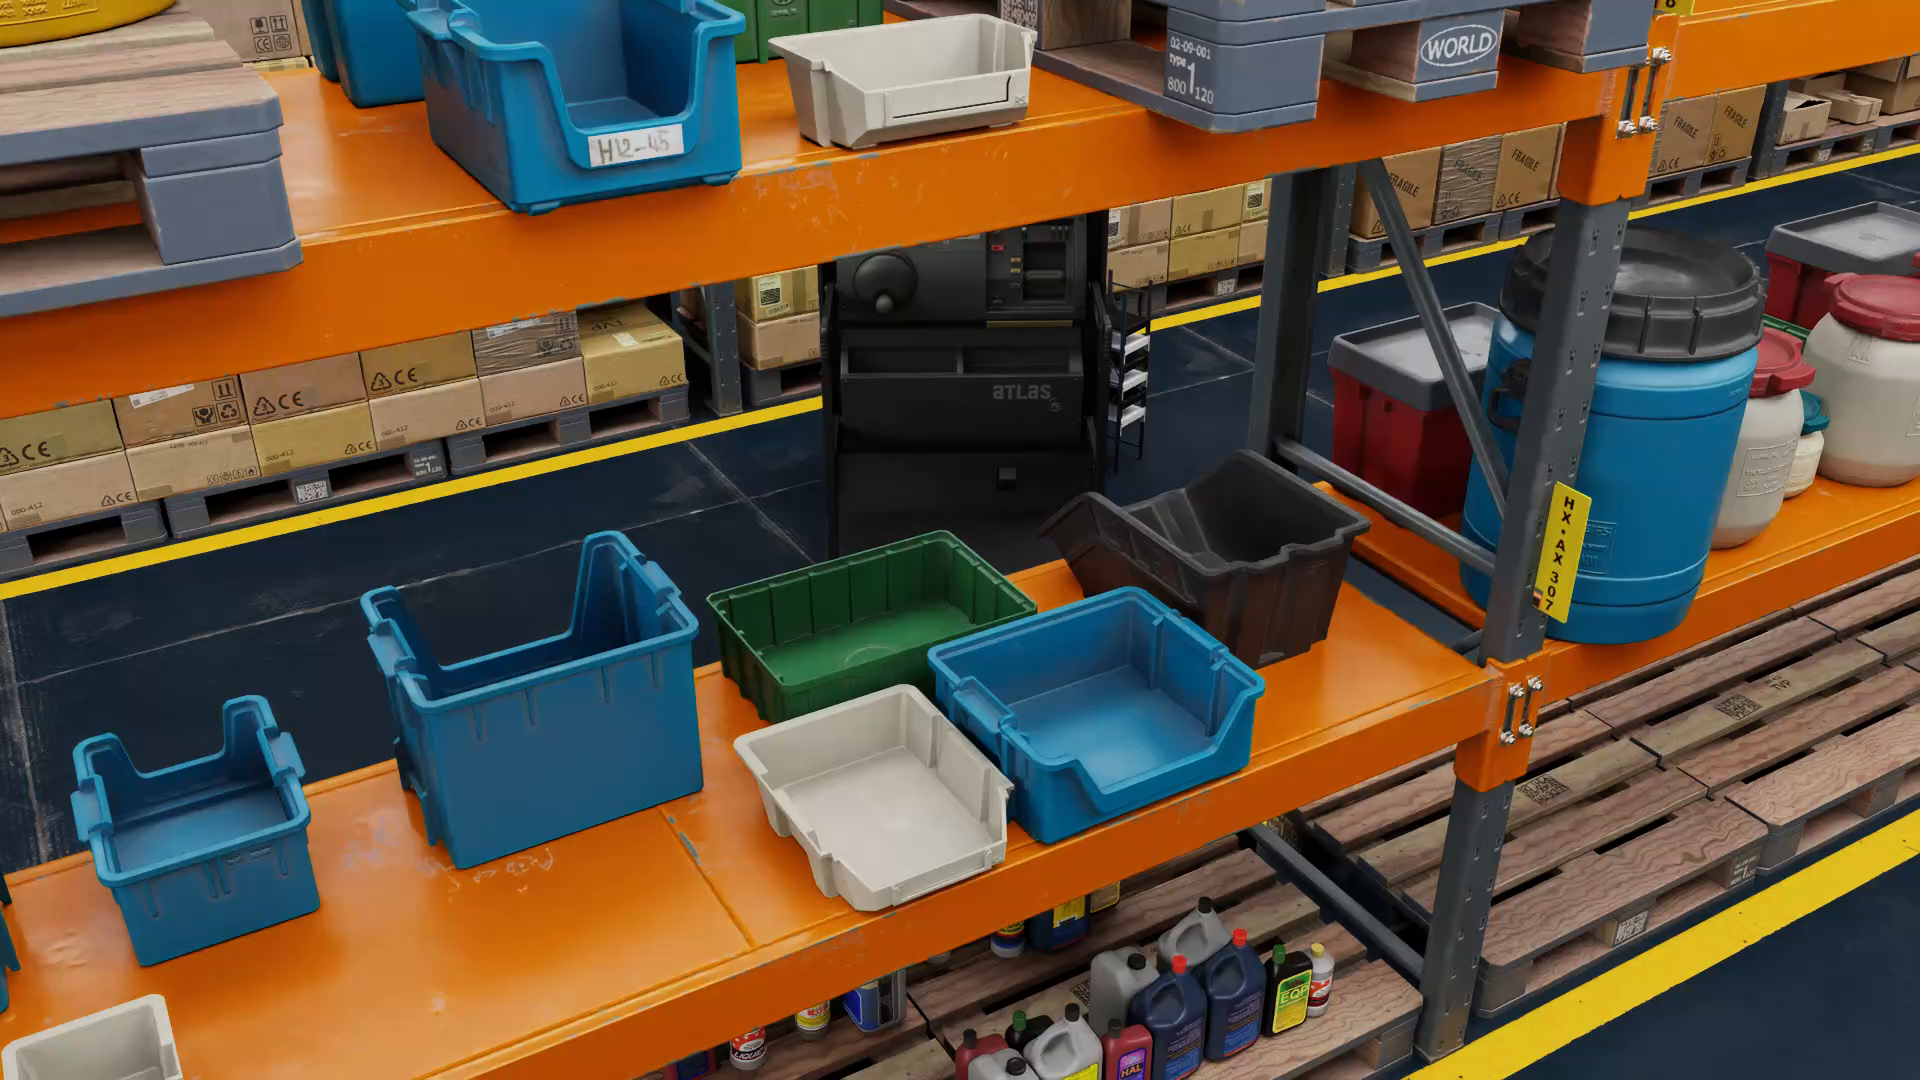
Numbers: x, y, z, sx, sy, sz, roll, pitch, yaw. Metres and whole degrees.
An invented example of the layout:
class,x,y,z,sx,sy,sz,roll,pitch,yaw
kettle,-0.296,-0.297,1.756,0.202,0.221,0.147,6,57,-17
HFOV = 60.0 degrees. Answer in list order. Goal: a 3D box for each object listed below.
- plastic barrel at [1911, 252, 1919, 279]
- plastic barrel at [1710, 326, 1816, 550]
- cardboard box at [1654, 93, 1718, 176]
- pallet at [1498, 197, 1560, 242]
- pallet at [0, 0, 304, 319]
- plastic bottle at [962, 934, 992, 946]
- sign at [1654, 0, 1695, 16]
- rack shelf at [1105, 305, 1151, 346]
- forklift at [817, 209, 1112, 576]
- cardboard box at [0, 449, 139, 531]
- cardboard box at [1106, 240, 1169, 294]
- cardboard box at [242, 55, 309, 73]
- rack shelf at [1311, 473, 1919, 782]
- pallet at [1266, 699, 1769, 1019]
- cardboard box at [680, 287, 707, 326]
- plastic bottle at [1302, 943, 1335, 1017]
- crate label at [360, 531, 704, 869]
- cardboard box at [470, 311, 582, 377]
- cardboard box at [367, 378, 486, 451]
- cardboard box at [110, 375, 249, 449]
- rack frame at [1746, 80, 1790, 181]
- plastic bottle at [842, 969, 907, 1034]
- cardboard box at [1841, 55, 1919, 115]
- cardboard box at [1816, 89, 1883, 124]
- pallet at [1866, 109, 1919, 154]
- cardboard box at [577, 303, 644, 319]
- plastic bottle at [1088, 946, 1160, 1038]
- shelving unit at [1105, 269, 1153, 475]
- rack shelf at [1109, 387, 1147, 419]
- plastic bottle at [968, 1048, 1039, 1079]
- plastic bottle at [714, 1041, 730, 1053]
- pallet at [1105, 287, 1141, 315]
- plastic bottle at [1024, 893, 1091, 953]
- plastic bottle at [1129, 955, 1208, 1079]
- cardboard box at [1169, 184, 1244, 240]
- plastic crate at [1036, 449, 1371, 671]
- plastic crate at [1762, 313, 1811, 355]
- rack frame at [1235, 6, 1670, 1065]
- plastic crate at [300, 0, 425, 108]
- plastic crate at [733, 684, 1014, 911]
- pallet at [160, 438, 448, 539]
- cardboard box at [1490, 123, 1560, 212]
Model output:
class,x,y,z,sx,sy,sz,roll,pitch,yaw
plastic barrel,3.047,-0.568,5.034,0.433,0.535,0.433,0,29,0
plastic barrel,2.041,-0.283,4.517,0.433,0.535,0.433,0,29,0
cardboard box,4.786,-2.844,11.430,0.500,0.500,0.500,-16,33,-26
pallet,3.761,-2.367,11.320,1.213,0.211,1.003,-16,33,-26
pallet,-1.581,-0.494,2.131,1.213,0.211,1.003,-16,33,-26
plastic bottle,0.036,0.958,4.696,0.185,0.351,0.144,-17,33,-28
sign,1.374,-1.166,3.144,0.005,0.325,0.100,-16,33,-26
rack shelf,0.713,-0.984,7.612,0.258,0.077,0.200,22,36,34
forklift,0.013,-0.982,5.997,1.130,2.935,3.031,-1,29,-1
cardboard box,-3.845,-0.308,7.115,0.500,0.250,0.500,-16,33,-26
cardboard box,0.840,-1.624,9.499,0.500,0.250,0.500,-15,32,-25
cardboard box,-2.850,-1.940,6.886,0.250,0.149,0.380,-15,32,-25
rack shelf,2.830,-0.255,5.352,4.000,0.370,1.077,-16,33,-26
pallet,1.763,0.932,5.343,1.213,0.211,1.003,-16,33,-26
cardboard box,-1.190,-1.347,8.997,0.500,0.250,0.500,-16,33,-27
plastic bottle,0.950,1.171,4.465,0.097,0.201,0.097,0,29,0
crate label,-0.894,0.320,3.529,0.616,0.435,0.502,-16,33,-26
cardboard box,-2.127,-1.131,7.830,0.500,0.500,0.500,-16,33,-26
cardboard box,-2.550,-0.673,7.777,0.500,0.250,0.500,-16,33,-26
cardboard box,-3.420,-0.763,7.164,0.500,0.500,0.500,-16,33,-26
rack frame,5.496,-4.103,11.580,0.127,3.000,1.000,-16,33,-26
plastic bottle,-0.233,1.150,4.425,0.135,0.276,0.152,-16,33,-26
cardboard box,7.114,-3.665,12.914,0.637,0.503,0.797,-16,33,-26
cardboard box,6.709,-3.284,12.573,0.250,0.166,0.380,-16,33,-26
pallet,7.142,-3.350,13.103,1.213,0.211,1.003,-16,33,-26
cardboard box,-1.954,-1.138,8.618,0.500,0.250,0.500,-16,33,-26
plastic bottle,0.434,1.189,4.355,0.135,0.276,0.152,-16,33,-26
shelving unit,0.713,-0.777,7.726,0.258,0.900,0.210,22,36,34
rack shelf,0.713,-0.669,7.786,0.258,0.077,0.200,22,36,34
plastic bottle,0.110,1.361,4.042,0.135,0.276,0.152,-15,32,-25
plastic bottle,-0.631,1.182,4.367,0.135,0.276,0.152,-17,33,-28
pallet,0.267,-1.421,9.607,1.213,0.211,1.003,-16,33,-26
plastic bottle,0.272,0.972,4.671,0.185,0.351,0.144,-16,33,-26
plastic bottle,0.531,1.211,4.237,0.185,0.351,0.144,-18,33,-29
cardboard box,1.276,-1.989,9.580,0.500,0.311,0.500,-16,33,-27
plastic crate,0.589,0.022,4.170,0.504,0.338,0.767,-16,33,-26
plastic crate,2.464,-0.531,5.328,0.662,0.188,0.450,-16,33,-26
rack frame,1.105,-0.080,4.291,0.127,3.000,1.000,-16,33,-26
plastic crate,-0.852,-1.000,2.869,0.575,0.384,0.392,-16,33,-26
plastic crate,-0.166,0.538,3.443,0.437,0.136,0.530,-16,33,-26
pallet,-3.161,-0.446,7.840,1.213,0.211,1.003,-16,33,-26
cardboard box,3.468,-2.466,10.745,0.500,0.500,0.500,-16,33,-27
